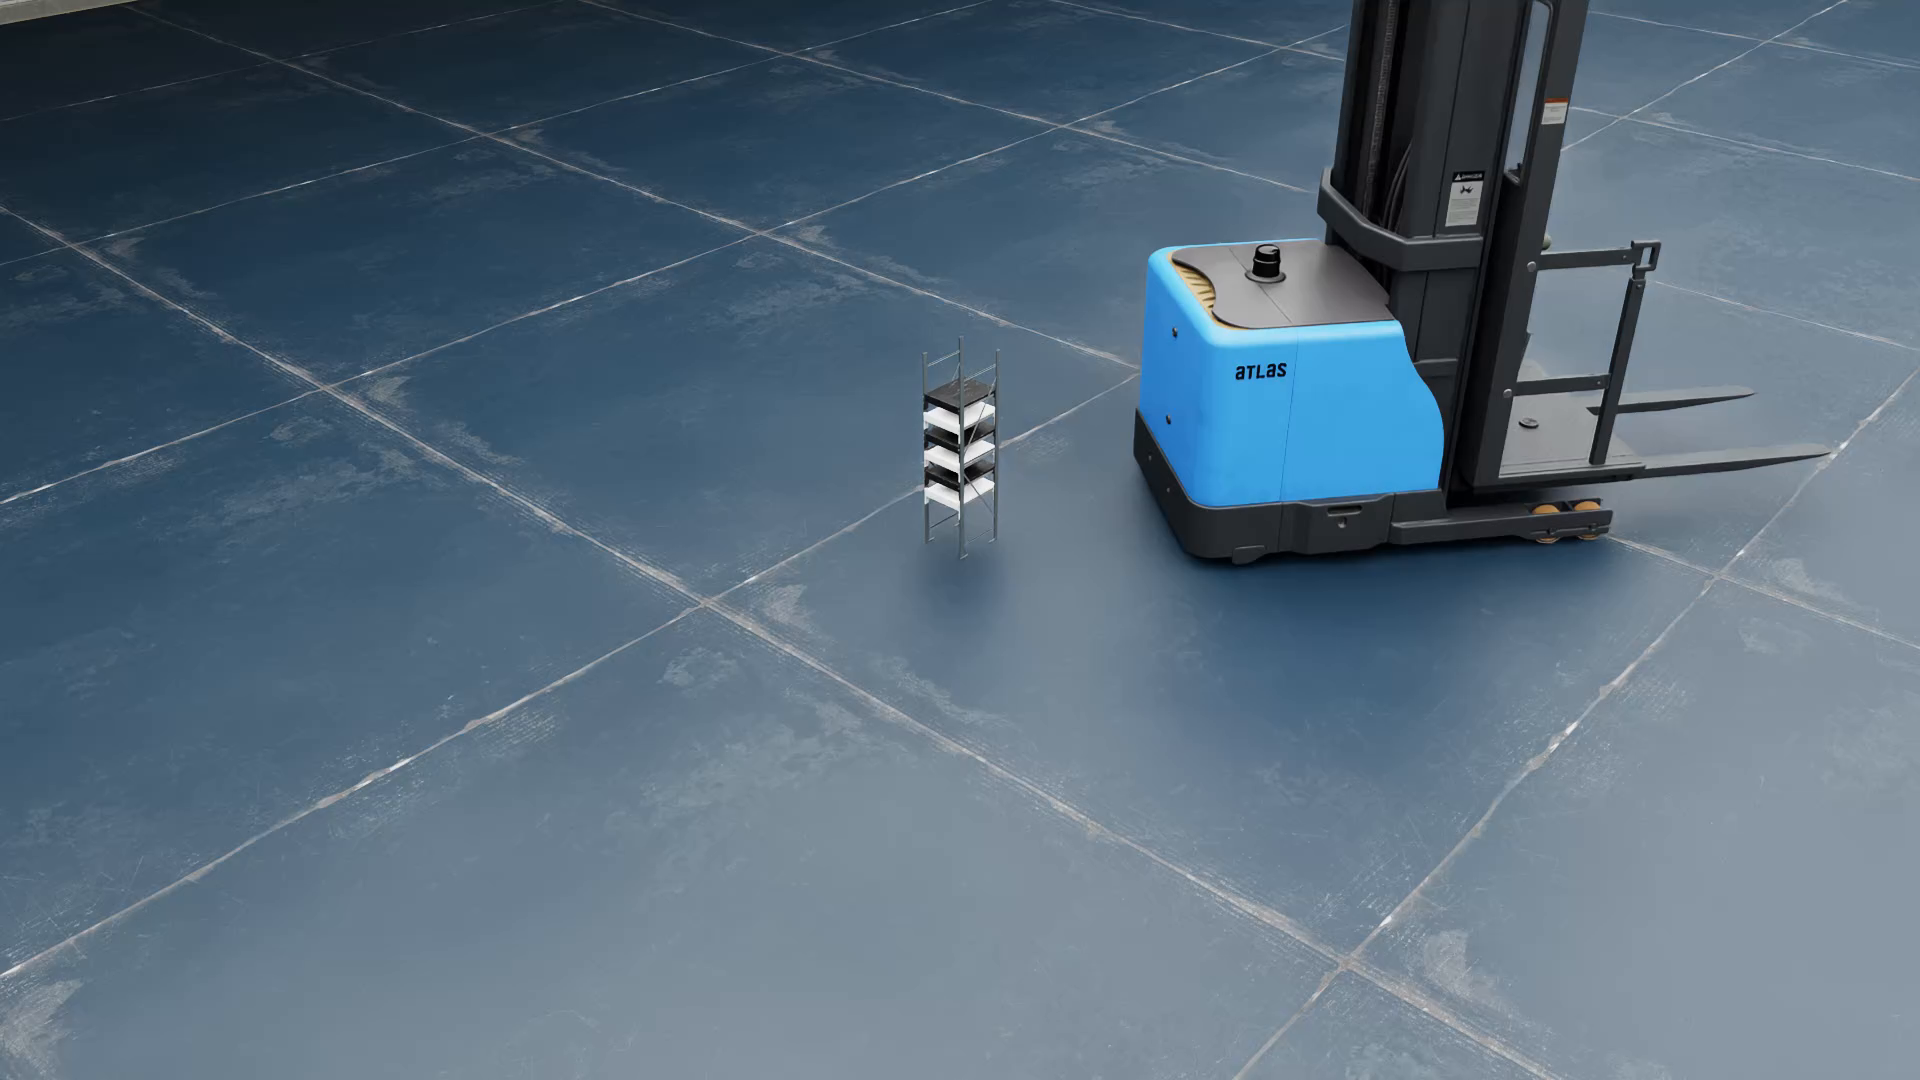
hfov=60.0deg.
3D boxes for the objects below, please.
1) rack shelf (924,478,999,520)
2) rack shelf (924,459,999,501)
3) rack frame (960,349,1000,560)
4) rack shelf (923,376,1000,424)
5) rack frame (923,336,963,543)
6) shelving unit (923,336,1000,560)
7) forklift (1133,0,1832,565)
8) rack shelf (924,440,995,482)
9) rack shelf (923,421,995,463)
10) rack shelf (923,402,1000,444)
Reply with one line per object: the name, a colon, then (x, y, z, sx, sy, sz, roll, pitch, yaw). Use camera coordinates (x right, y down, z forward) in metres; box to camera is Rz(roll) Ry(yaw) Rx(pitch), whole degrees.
rack shelf: (0.006, -0.200, 7.123, 0.200, 0.077, 0.258, 25, 39, 35)
rack shelf: (0.006, -0.277, 7.077, 0.200, 0.077, 0.258, 25, 39, 35)
rack frame: (0.081, -0.348, 6.955, 0.006, 0.900, 0.240, 25, 39, 35)
rack shelf: (0.006, -0.585, 6.891, 0.200, 0.077, 0.258, 25, 39, 35)
rack frame: (-0.069, -0.418, 7.072, 0.006, 0.900, 0.240, 25, 39, 35)
shelving unit: (0.006, -0.383, 7.013, 0.210, 0.900, 0.258, 25, 39, 35)
forklift: (2.375, -1.503, 6.905, 3.031, 2.935, 1.130, -5, 31, -8)
rack shelf: (0.006, -0.354, 7.030, 0.200, 0.077, 0.258, 25, 39, 35)
rack shelf: (0.006, -0.431, 6.984, 0.200, 0.077, 0.258, 25, 39, 35)
rack shelf: (0.006, -0.508, 6.938, 0.200, 0.077, 0.258, 25, 39, 35)
